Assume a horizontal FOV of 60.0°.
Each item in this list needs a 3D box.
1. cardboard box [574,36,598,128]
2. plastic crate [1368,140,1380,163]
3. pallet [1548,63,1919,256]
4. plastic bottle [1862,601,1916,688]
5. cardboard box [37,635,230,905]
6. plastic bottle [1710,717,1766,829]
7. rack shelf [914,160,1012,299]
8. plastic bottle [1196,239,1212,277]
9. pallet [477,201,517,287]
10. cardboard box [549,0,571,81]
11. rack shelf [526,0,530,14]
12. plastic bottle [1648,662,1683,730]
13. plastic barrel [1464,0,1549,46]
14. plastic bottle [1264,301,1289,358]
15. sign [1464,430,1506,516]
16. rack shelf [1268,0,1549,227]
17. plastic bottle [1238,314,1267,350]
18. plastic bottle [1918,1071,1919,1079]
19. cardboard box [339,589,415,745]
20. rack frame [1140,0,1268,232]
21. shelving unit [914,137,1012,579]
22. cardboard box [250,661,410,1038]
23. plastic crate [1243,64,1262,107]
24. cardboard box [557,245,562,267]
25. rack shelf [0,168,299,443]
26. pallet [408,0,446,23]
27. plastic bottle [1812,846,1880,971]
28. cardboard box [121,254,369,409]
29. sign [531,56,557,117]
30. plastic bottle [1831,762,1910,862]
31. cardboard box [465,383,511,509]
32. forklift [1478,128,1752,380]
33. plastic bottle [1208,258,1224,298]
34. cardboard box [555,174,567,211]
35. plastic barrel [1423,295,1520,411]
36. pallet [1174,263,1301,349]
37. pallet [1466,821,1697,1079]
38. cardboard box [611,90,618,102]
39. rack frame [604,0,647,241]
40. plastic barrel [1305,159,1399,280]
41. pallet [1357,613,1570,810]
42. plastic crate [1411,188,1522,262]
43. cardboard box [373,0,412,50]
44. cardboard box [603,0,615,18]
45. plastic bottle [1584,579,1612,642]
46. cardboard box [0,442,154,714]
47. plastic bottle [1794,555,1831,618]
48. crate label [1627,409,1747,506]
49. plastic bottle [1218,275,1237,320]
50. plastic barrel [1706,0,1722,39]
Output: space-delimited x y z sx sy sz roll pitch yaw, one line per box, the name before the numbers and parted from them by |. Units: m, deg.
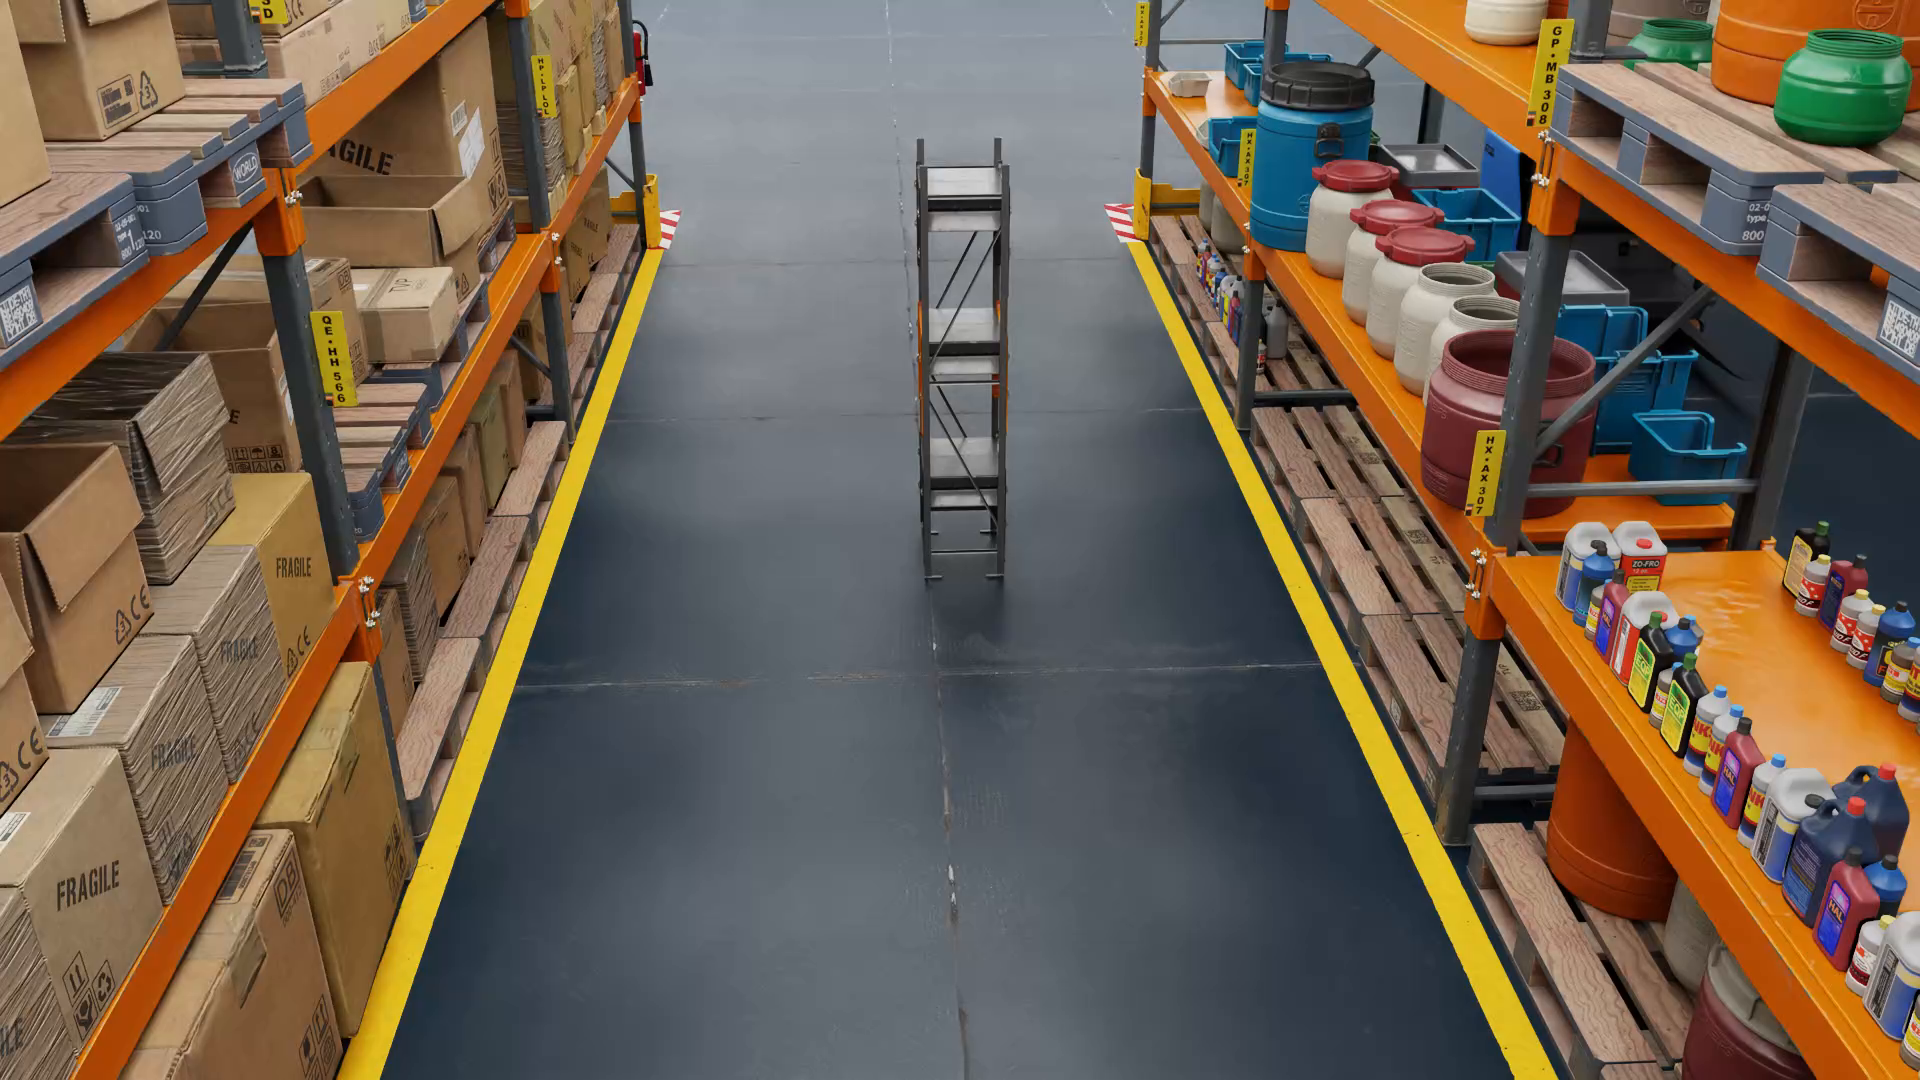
cardboard box | -2.848 -2.979 10.788 0.875 0.500 0.500 -1 28 -3
plastic crate | 2.262 -2.238 9.865 0.767 0.338 0.504 -1 28 -3
pallet | 2.314 -1.064 4.508 1.003 0.211 1.213 -1 28 -3
plastic bottle | 2.829 0.310 5.051 0.097 0.271 0.097 0 28 0
cardboard box | -2.251 0.594 4.260 0.500 0.500 0.500 -2 28 -4
plastic bottle | 2.086 0.620 4.443 0.061 0.283 0.133 -1 28 -3
rack shelf | 0.009 -1.463 7.800 0.431 0.518 0.480 -1 28 -3
plastic bottle | 1.737 -2.009 11.832 0.097 0.271 0.097 0 28 0
pallet | -2.889 -1.460 8.513 1.003 0.211 1.213 -1 28 -3
cardboard box | -2.581 -2.966 9.682 0.500 0.500 0.500 -1 28 -3
rack shelf | -2.888 -3.836 10.395 1.077 0.370 4.000 -1 28 -3
plastic bottle | 2.081 0.452 4.855 0.097 0.201 0.097 0 28 0
plastic barrel | 2.072 -2.024 6.293 0.301 0.262 0.301 0 28 0
plastic bottle | 1.985 -1.335 10.456 0.144 0.351 0.185 -1 28 -3
sign | 1.823 -0.230 5.770 0.100 0.325 0.005 -1 28 -3
rack shelf | 2.267 -2.108 7.083 1.077 0.370 4.000 -1 28 -3
plastic bottle | 1.841 -1.332 10.449 0.144 0.351 0.185 -2 28 -4
plastic bottle | 2.185 1.091 3.549 0.152 0.276 0.135 -1 28 -3
cardboard box | -2.630 0.550 6.679 0.700 0.500 0.500 -3 28 -5
rack frame | 1.954 -3.868 12.923 1.000 3.000 0.127 -1 28 -3
shelving unit | 0.009 -0.855 8.118 0.431 2.100 0.503 -1 28 -3
cardboard box | -2.559 1.021 5.392 1.225 0.875 0.875 -3 28 -5
plastic crate | 2.307 -3.278 11.953 0.499 0.251 0.408 -1 28 -3
cardboard box | -2.913 -1.714 11.042 0.500 0.500 0.500 -4 28 -7
rack shelf | -2.470 -0.141 3.312 1.077 0.370 4.000 -1 28 -3
pallet | -2.800 -2.382 7.032 1.213 0.211 1.003 -1 28 -3
plastic bottle | 2.115 0.874 3.956 0.061 0.283 0.133 -1 28 -3
cardboard box | -2.772 -0.788 6.456 0.700 0.500 0.500 3 28 5
sign | -2.229 -2.430 8.913 0.100 0.325 0.005 -1 28 -3
plastic bottle | 2.293 0.704 4.209 0.144 0.351 0.185 -1 28 -3
cardboard box | -2.767 -0.483 8.660 0.700 0.500 0.500 -2 28 -3
forklift | 4.462 -2.782 10.914 1.130 2.935 3.031 -1 28 -1
plastic bottle | 1.760 -1.804 11.440 0.097 0.271 0.097 0 28 0
cardboard box | -2.494 -2.012 9.636 0.380 0.149 0.250 -1 28 -3
plastic barrel | 2.105 -0.693 6.714 0.421 0.512 0.421 0 28 0
pallet | 2.103 -1.660 11.705 1.003 0.211 1.213 -1 28 -3
pallet | 2.454 1.426 5.788 1.003 0.211 1.213 -1 28 -3
cardboard box | -2.694 -3.281 12.069 0.380 0.149 0.250 -1 28 -3
rack frame | -2.992 -3.749 12.694 1.000 3.000 0.127 -1 28 -3
plastic barrel | 1.994 -1.634 8.492 0.433 0.535 0.433 0 28 0
pallet | 2.370 0.704 7.172 1.003 0.211 1.213 -1 28 -3
plastic crate | 2.531 -1.512 8.423 0.392 0.384 0.575 -1 28 -3
cardboard box | -2.408 -2.015 6.288 0.500 0.250 0.500 -1 28 -2
cardboard box | -2.685 -3.889 11.452 0.500 0.500 0.500 -1 28 -3
plastic bottle | 2.055 0.221 5.297 0.097 0.201 0.097 0 28 0
cardboard box | -2.521 0.096 4.130 0.797 0.503 0.637 -1 28 -1
plastic bottle | 2.807 0.145 5.444 0.097 0.201 0.097 0 28 0
crate label | 2.724 -0.303 6.268 0.303 0.233 0.416 -1 28 -3
plastic bottle | 1.810 -1.612 11.066 0.152 0.276 0.135 -1 28 -2
plastic barrel | 2.661 -1.704 5.409 0.421 0.512 0.421 0 28 0
